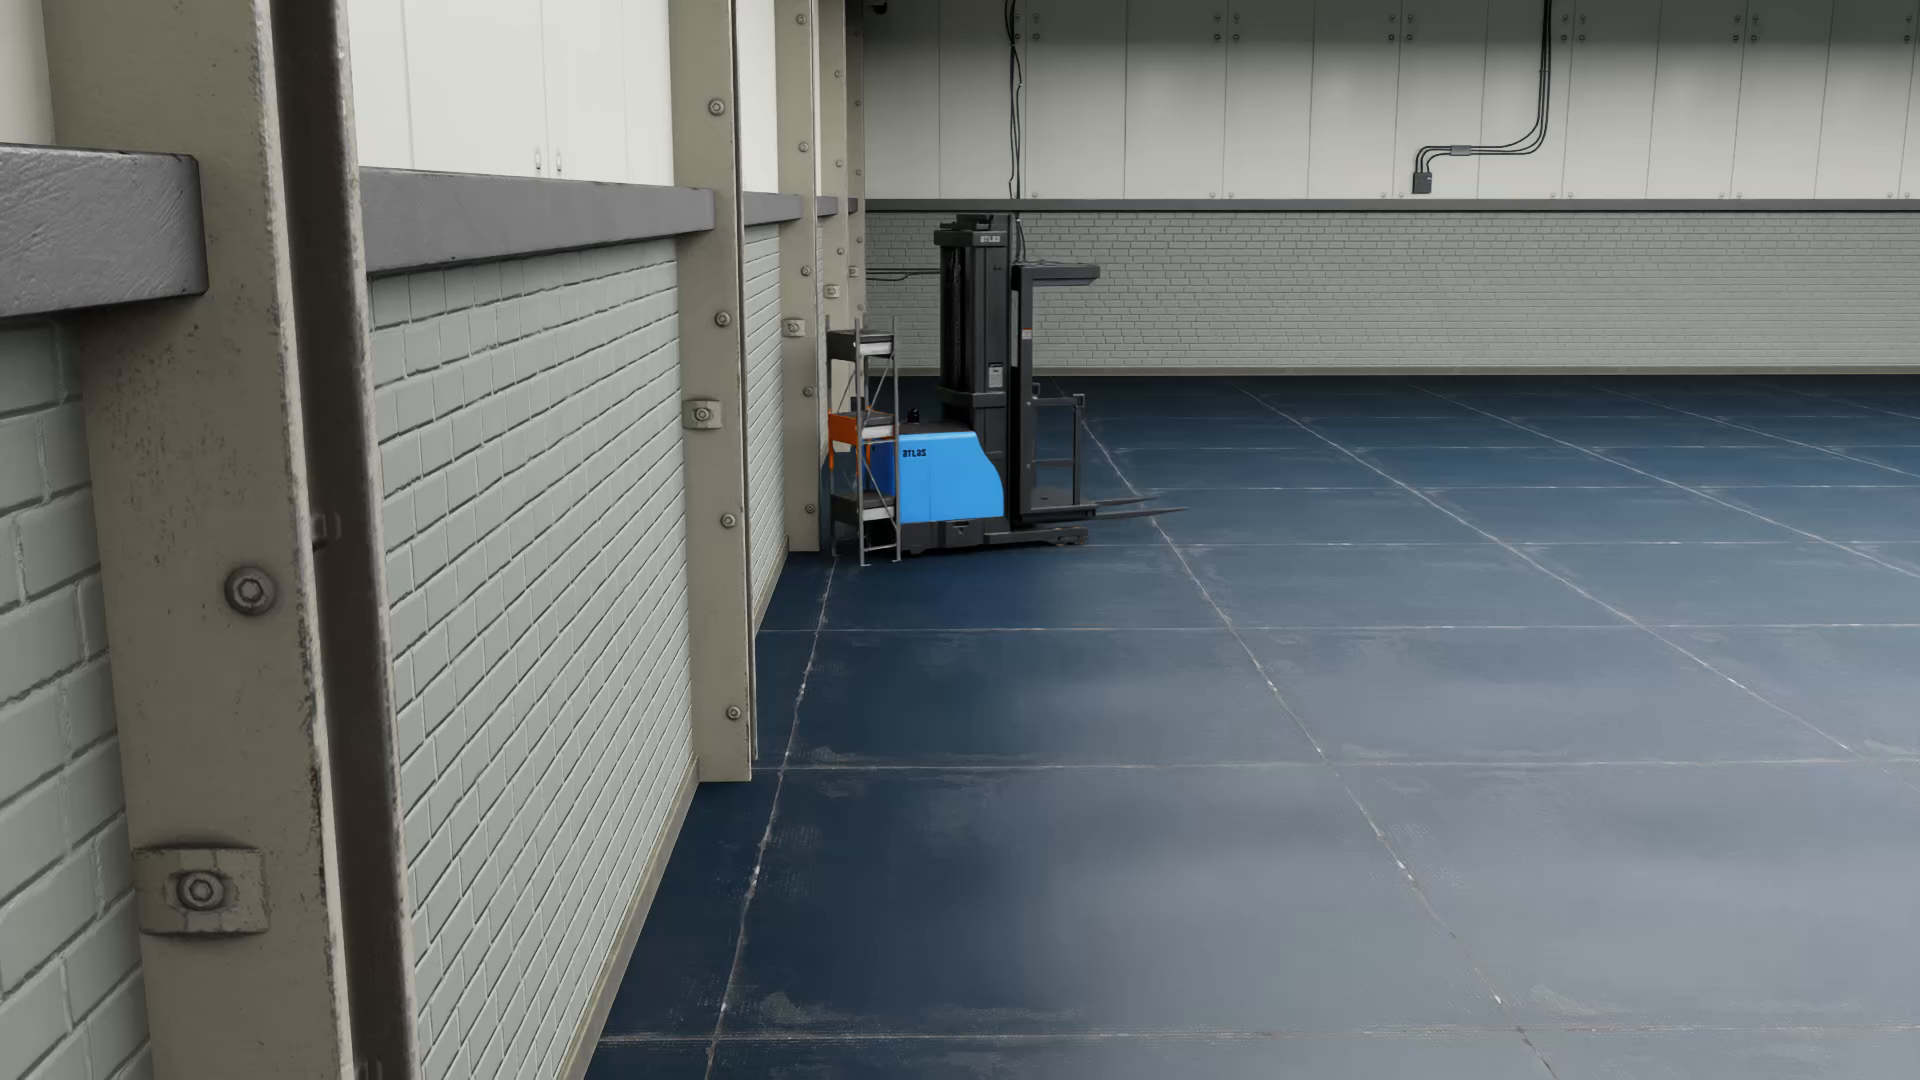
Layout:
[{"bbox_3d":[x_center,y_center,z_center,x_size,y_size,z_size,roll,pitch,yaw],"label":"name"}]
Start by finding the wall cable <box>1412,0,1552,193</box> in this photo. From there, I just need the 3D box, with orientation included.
[{"bbox_3d":[9.100,-9.031,28.578,2.305,6.003,0.169,0,11,-1],"label":"wall cable"}]

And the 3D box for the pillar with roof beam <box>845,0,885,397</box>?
[{"bbox_3d":[2.652,-6.755,25.913,9.100,9.000,0.548,0,11,-1],"label":"pillar with roof beam"}]

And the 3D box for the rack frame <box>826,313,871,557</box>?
[{"bbox_3d":[-0.963,-0.903,14.409,0.400,2.100,0.015,-8,14,-33],"label":"rack frame"}]

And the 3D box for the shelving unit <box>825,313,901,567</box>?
[{"bbox_3d":[-0.826,-0.863,14.211,0.431,2.100,0.503,-8,14,-33],"label":"shelving unit"}]

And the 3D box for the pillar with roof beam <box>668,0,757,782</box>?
[{"bbox_3d":[3.024,-3.177,8.276,9.100,9.000,0.400,0,11,-1],"label":"pillar with roof beam"}]

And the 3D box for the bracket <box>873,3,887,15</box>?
[{"bbox_3d":[-1.355,-9.056,28.204,0.235,0.232,0.430,0,11,-1],"label":"bracket"}]

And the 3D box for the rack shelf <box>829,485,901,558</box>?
[{"bbox_3d":[-0.822,-0.164,14.356,0.431,0.518,0.480,-8,14,-33],"label":"rack shelf"}]

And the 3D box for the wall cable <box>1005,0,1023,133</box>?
[{"bbox_3d":[2.313,-8.293,28.601,3.097,2.526,0.112,0,11,-1],"label":"wall cable"}]

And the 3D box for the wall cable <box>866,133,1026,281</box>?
[{"bbox_3d":[-0.391,-5.807,29.048,3.097,2.526,0.112,0,11,-1],"label":"wall cable"}]

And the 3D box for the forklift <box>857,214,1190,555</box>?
[{"bbox_3d":[0.626,-1.471,15.128,3.031,2.935,1.130,-4,12,-21],"label":"forklift"}]

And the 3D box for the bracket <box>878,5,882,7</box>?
[{"bbox_3d":[-1.343,-8.939,27.625,0.076,0.066,3.189,0,11,-1],"label":"bracket"}]

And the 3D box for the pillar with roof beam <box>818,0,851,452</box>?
[{"bbox_3d":[2.776,-5.562,20.034,9.100,9.000,0.400,0,11,-1],"label":"pillar with roof beam"}]

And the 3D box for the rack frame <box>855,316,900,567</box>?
[{"bbox_3d":[-0.690,-0.822,14.013,0.400,2.100,0.015,-8,14,-33],"label":"rack frame"}]

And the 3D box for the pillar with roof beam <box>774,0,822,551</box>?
[{"bbox_3d":[2.900,-4.370,14.155,9.100,9.000,0.400,0,11,-1],"label":"pillar with roof beam"}]

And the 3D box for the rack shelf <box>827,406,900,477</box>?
[{"bbox_3d":[-0.826,-0.849,14.214,0.431,0.518,0.480,-8,14,-33],"label":"rack shelf"}]

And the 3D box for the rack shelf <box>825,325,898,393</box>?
[{"bbox_3d":[-0.831,-1.535,14.071,0.431,0.518,0.480,-8,14,-33],"label":"rack shelf"}]
